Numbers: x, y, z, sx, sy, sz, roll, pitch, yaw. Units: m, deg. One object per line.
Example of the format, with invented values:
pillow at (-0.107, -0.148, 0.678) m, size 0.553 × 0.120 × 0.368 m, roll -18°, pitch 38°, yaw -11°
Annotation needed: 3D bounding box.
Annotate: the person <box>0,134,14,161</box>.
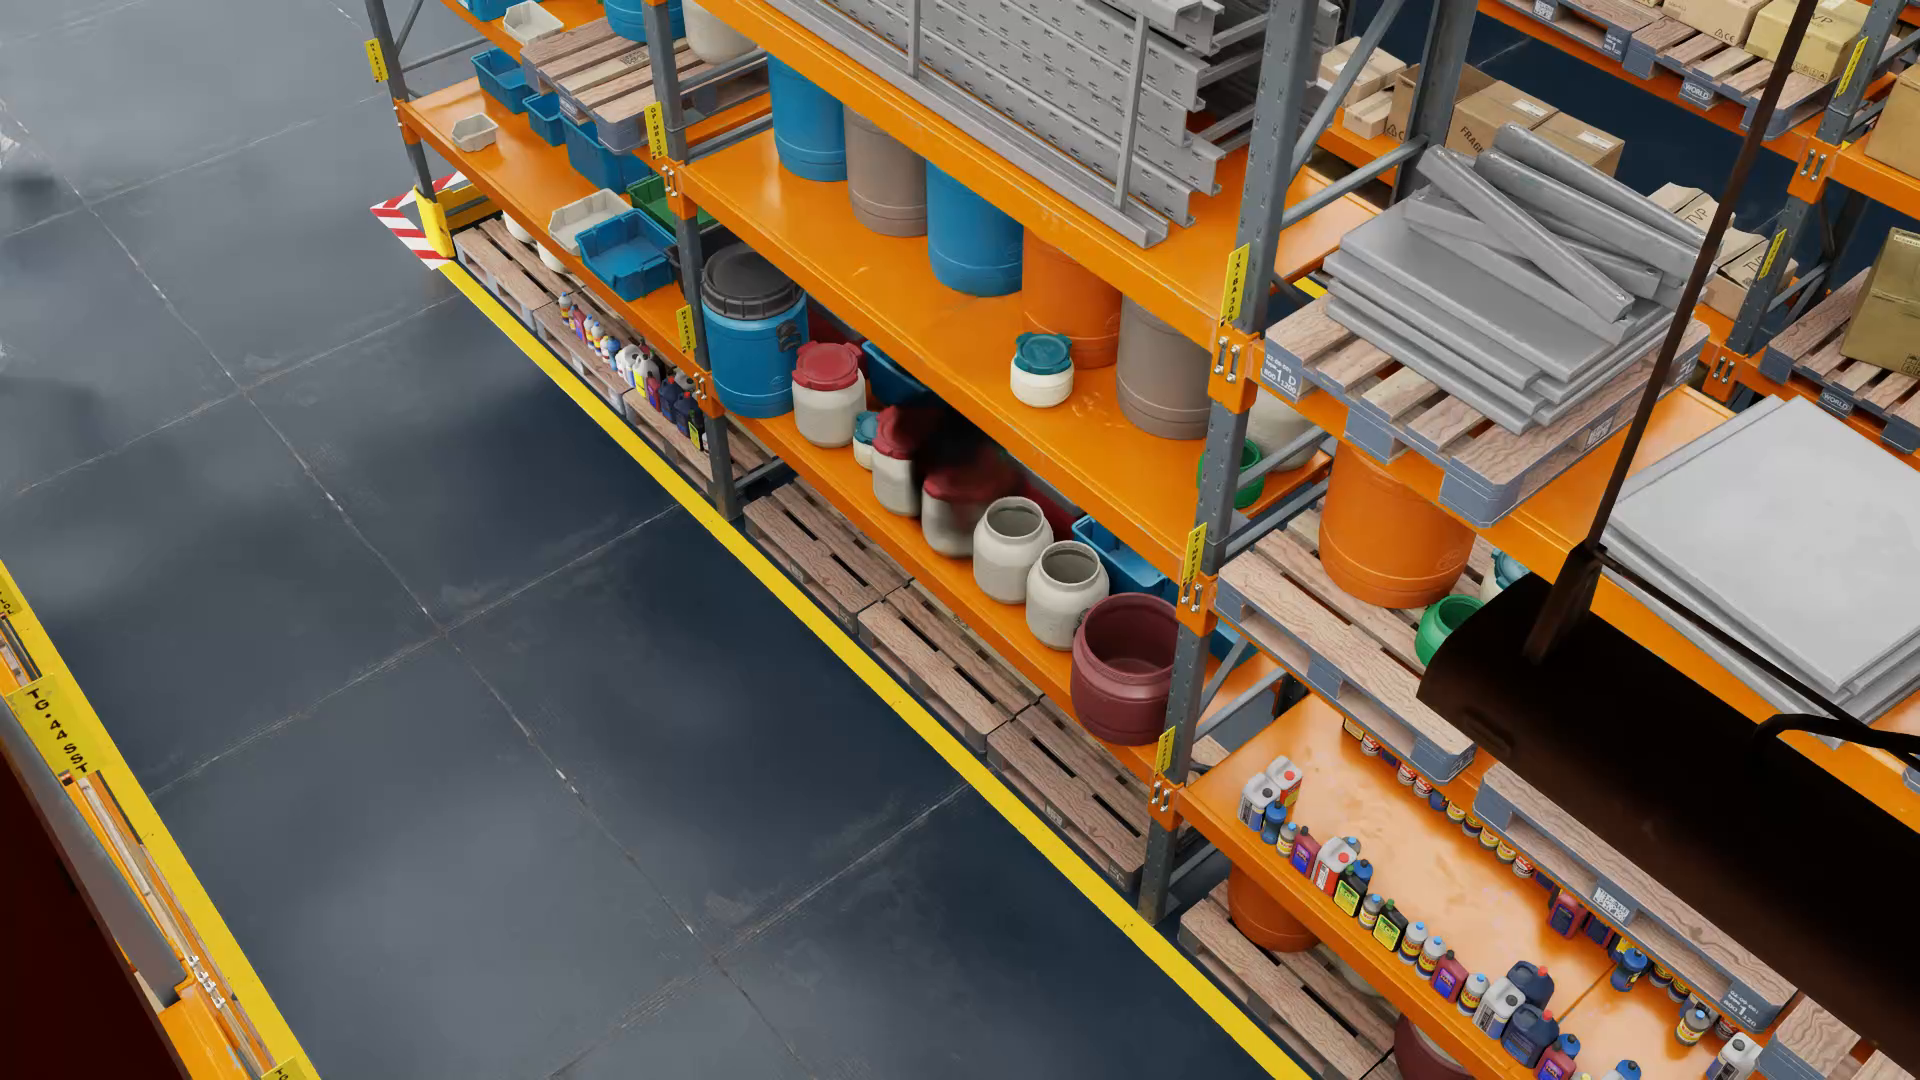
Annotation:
person at (-8.346, -3.561, 13.079) m, size 1.177 × 1.731 × 0.735 m, roll -7°, pitch 47°, yaw -7°
